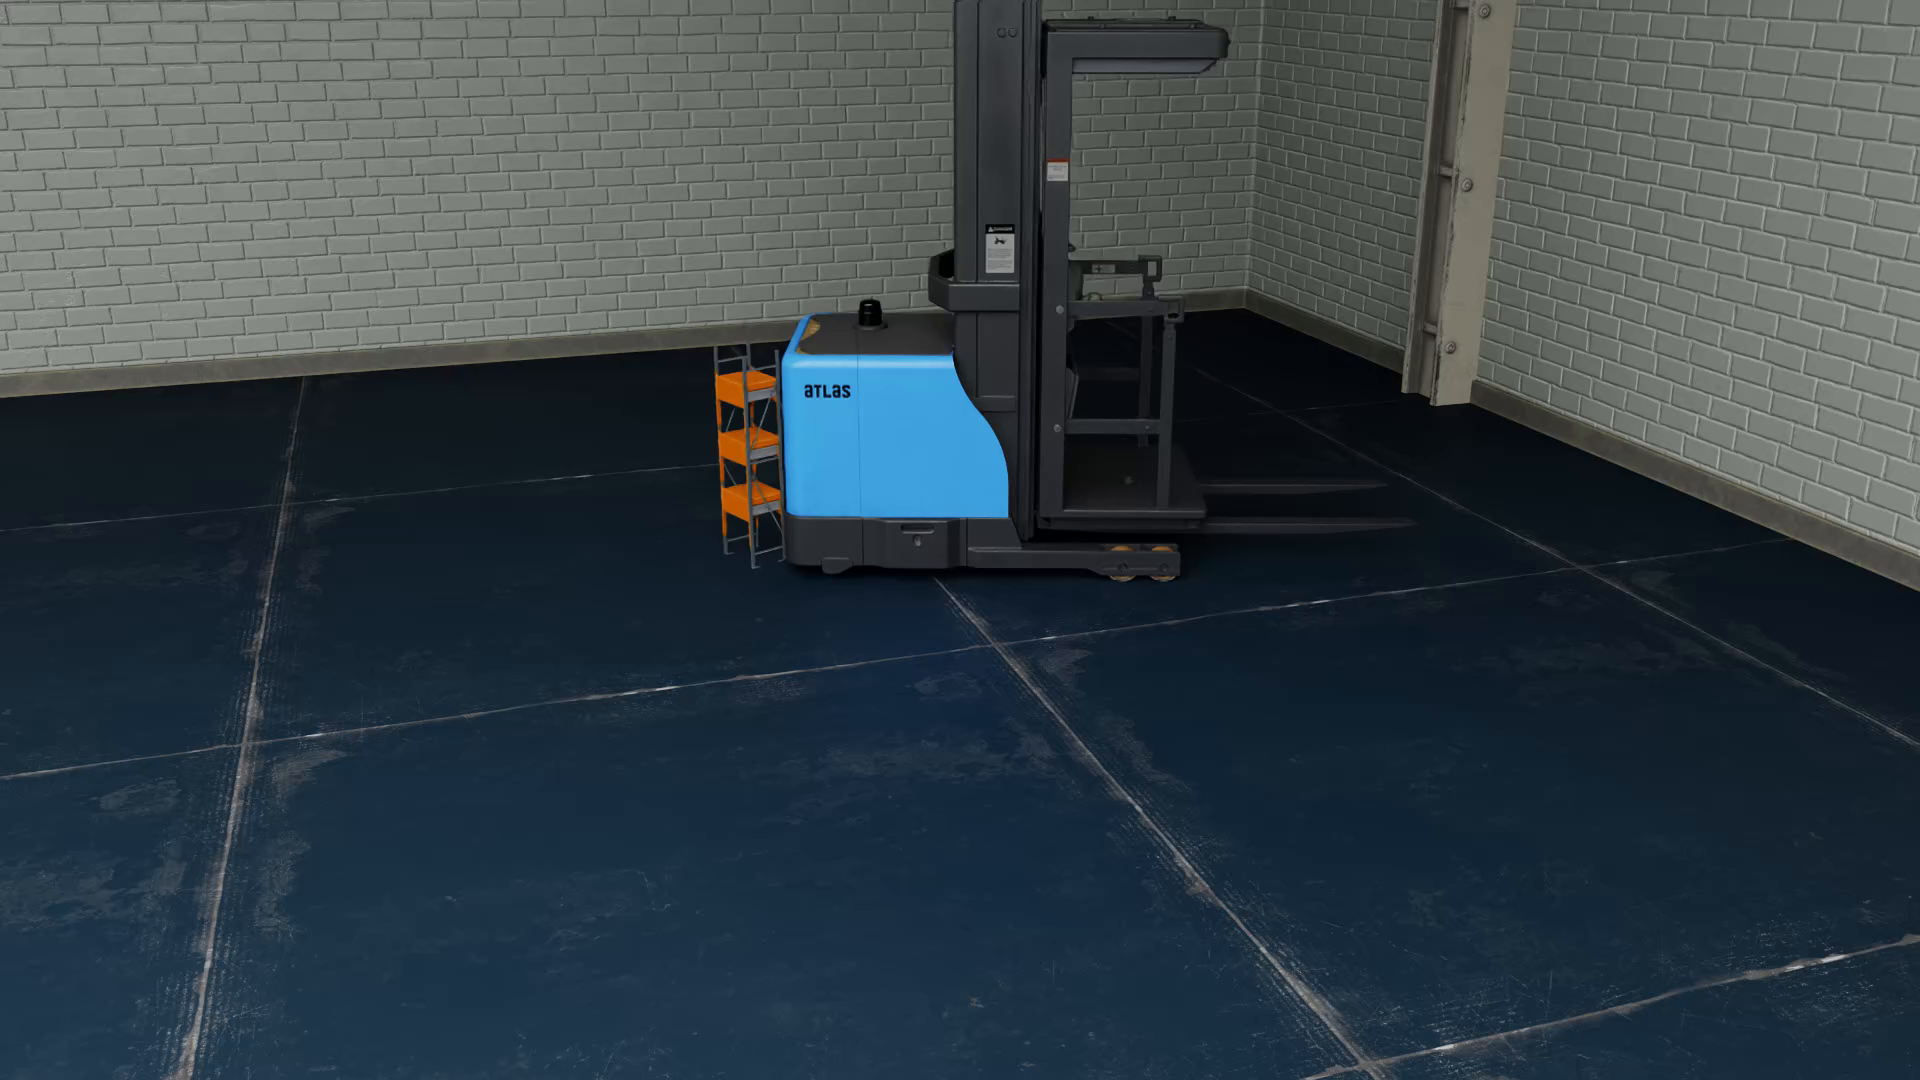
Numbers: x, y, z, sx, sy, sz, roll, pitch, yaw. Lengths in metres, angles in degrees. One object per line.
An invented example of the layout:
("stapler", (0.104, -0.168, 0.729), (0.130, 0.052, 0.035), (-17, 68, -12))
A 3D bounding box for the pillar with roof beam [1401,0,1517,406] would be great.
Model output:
("pillar with roof beam", (-0.910, -4.732, 8.280), (9.100, 9.000, 0.400), (-6, 21, -17))

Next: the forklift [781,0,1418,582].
("forklift", (0.685, -1.362, 7.873), (3.031, 2.935, 1.130), (0, 20, 1))

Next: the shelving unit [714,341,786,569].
("shelving unit", (-1.006, -0.407, 7.998), (0.215, 1.050, 0.252), (-16, 25, -37))

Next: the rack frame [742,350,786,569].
("rack frame", (-0.928, -0.376, 7.910), (0.200, 1.050, 0.008), (-16, 25, -37))

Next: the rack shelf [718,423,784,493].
("rack shelf", (-1.006, -0.397, 8.001), (0.215, 0.259, 0.240), (-16, 25, -37))

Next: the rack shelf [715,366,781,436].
("rack shelf", (-1.006, -0.664, 7.905), (0.215, 0.259, 0.240), (-16, 25, -37))

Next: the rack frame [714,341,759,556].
("rack frame", (-1.085, -0.439, 8.085), (0.200, 1.050, 0.008), (-16, 25, -37))

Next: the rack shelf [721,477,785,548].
("rack shelf", (-1.006, -0.136, 8.095), (0.215, 0.259, 0.240), (-16, 25, -37))
